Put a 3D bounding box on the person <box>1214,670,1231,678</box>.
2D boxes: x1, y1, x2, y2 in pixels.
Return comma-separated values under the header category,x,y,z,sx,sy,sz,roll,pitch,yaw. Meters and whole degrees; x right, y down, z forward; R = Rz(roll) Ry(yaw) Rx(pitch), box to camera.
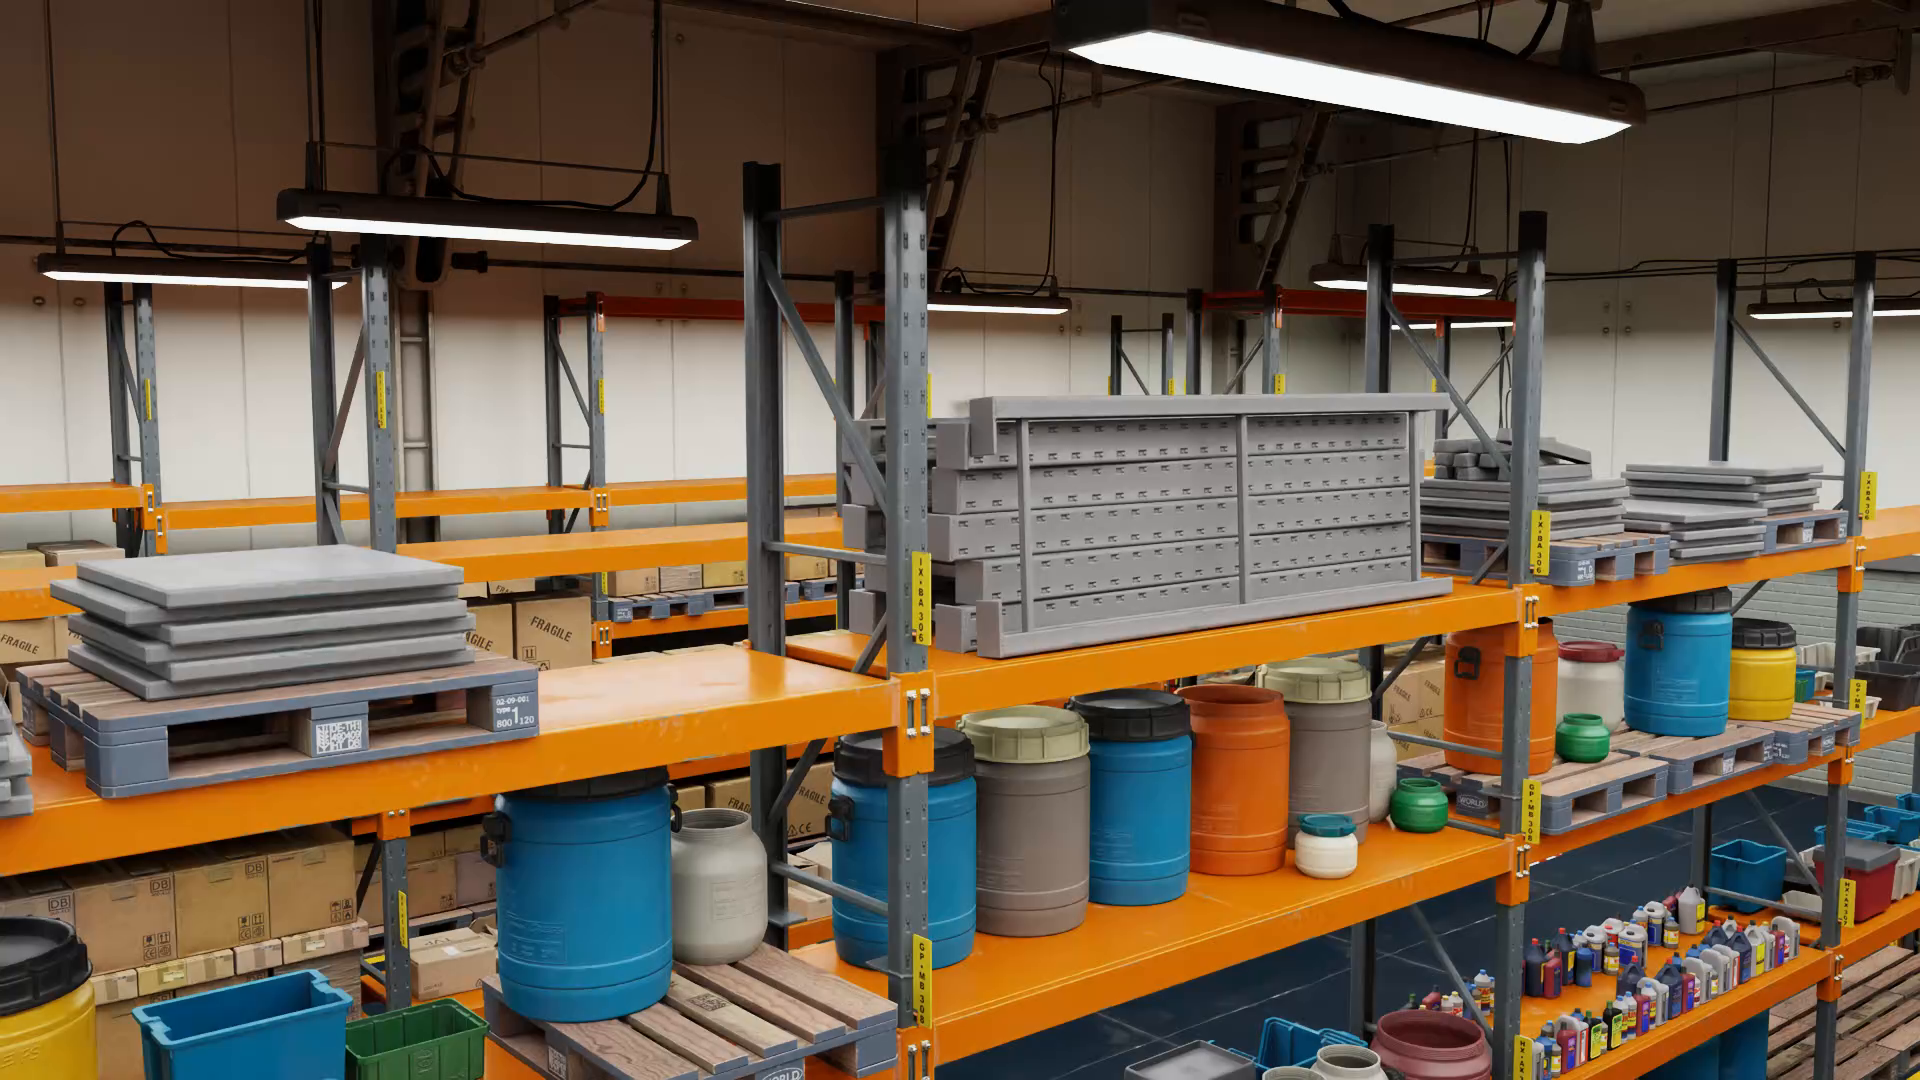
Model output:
category,x,y,z,sx,sy,sz,roll,pitch,yaw
person,3.288,2.349,20.469,0.730,1.719,0.631,2,6,20
